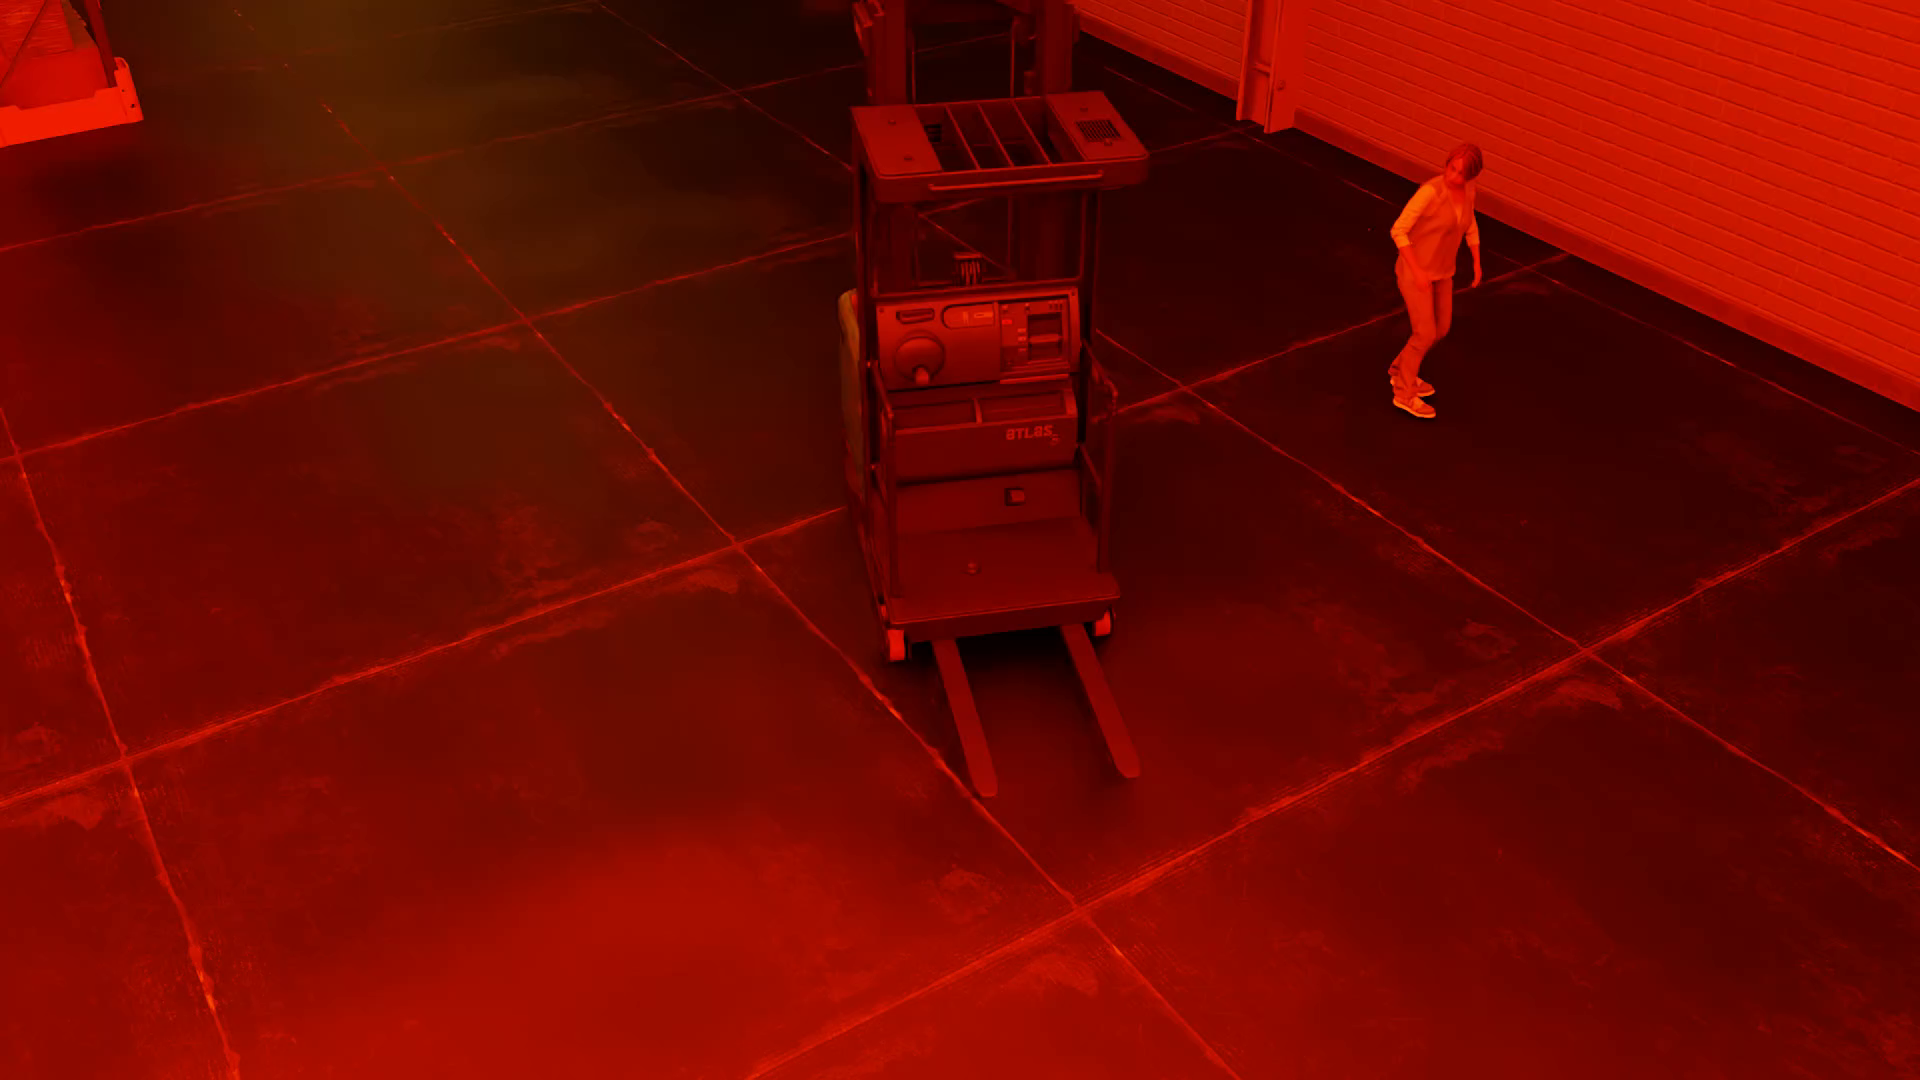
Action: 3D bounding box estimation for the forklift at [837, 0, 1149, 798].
[{"bbox_3d":[0.130,-0.854,7.362,1.130,2.935,3.031,-6,36,-9],"label":"forklift"}]

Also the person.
[{"bbox_3d":[2.707,-1.483,9.387,0.614,1.565,0.439,-26,42,-32],"label":"person"}]
